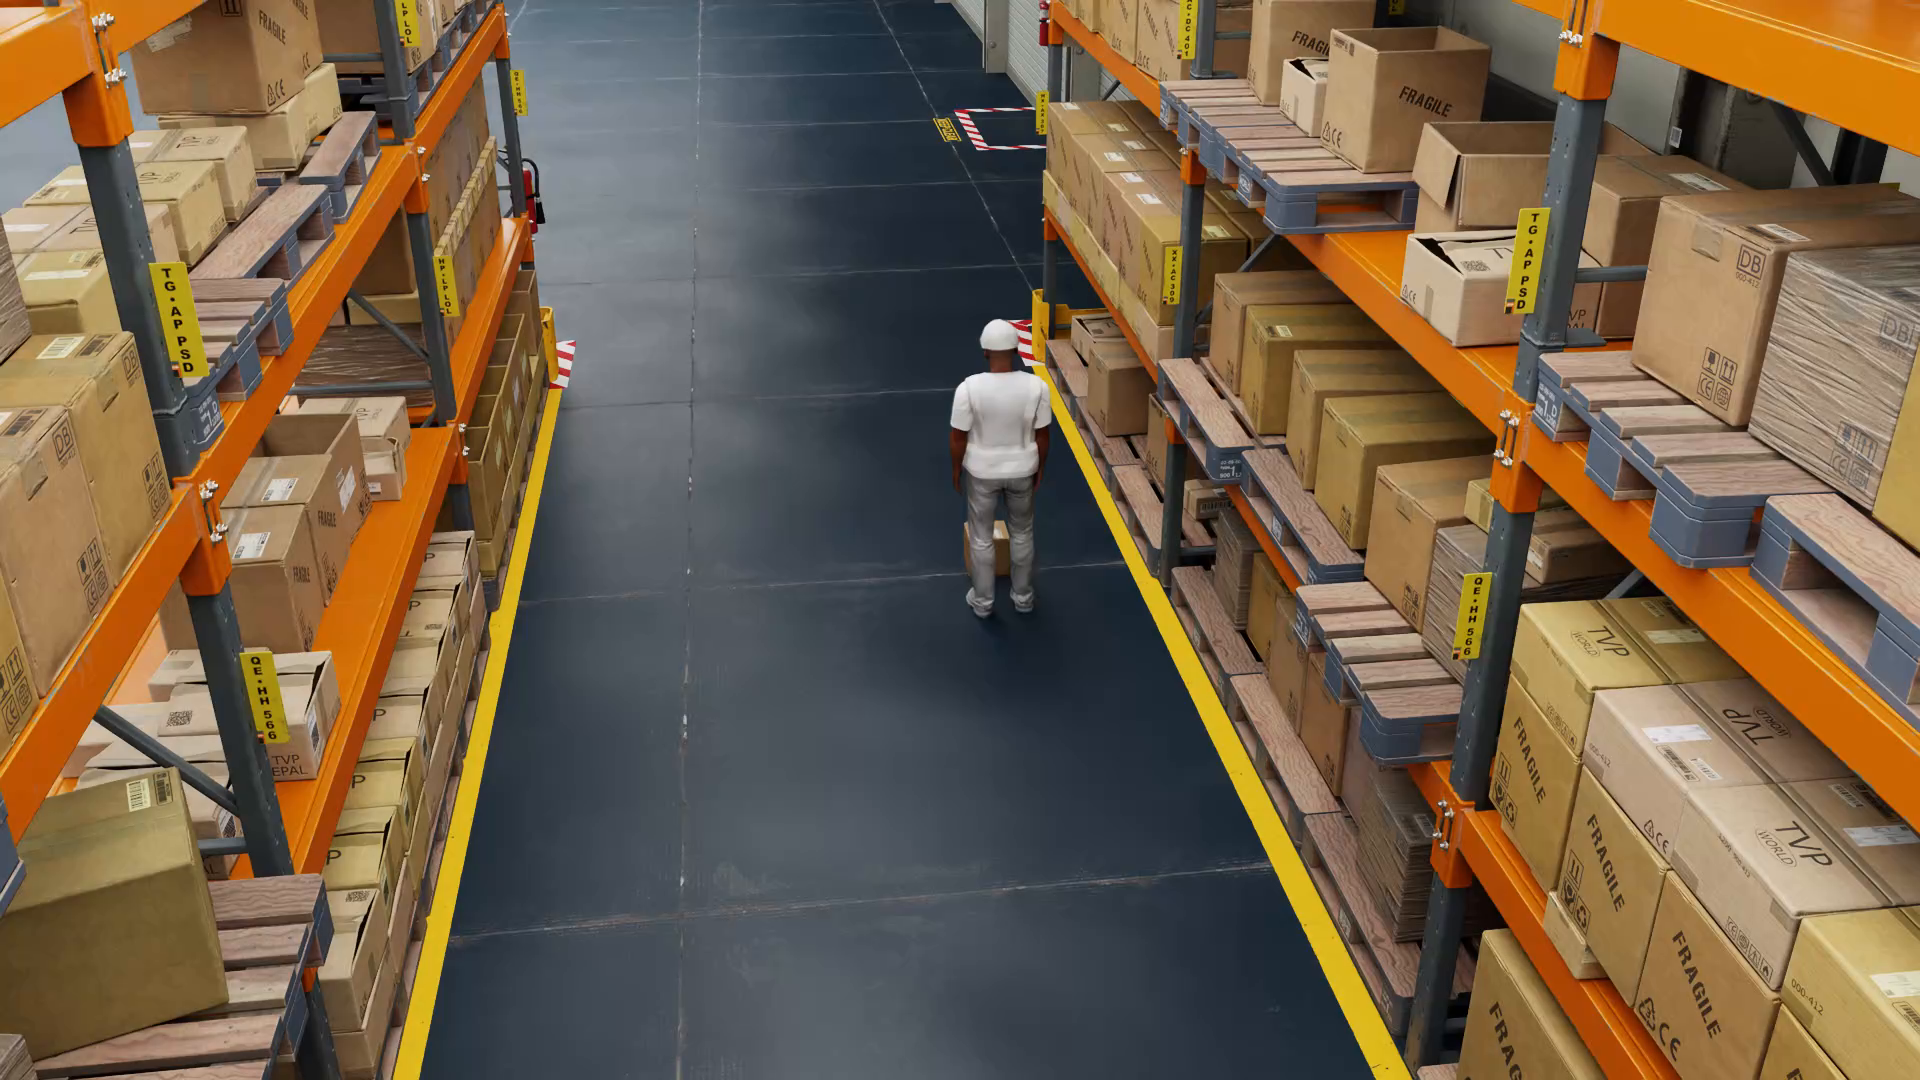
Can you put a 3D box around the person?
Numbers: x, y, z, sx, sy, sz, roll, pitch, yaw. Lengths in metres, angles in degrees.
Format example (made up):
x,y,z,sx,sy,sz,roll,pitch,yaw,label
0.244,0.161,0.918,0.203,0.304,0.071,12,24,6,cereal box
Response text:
x,y,z,sx,sy,sz,roll,pitch,yaw,label
0.220,-0.401,9.381,0.565,1.763,0.365,-3,27,-6,person
